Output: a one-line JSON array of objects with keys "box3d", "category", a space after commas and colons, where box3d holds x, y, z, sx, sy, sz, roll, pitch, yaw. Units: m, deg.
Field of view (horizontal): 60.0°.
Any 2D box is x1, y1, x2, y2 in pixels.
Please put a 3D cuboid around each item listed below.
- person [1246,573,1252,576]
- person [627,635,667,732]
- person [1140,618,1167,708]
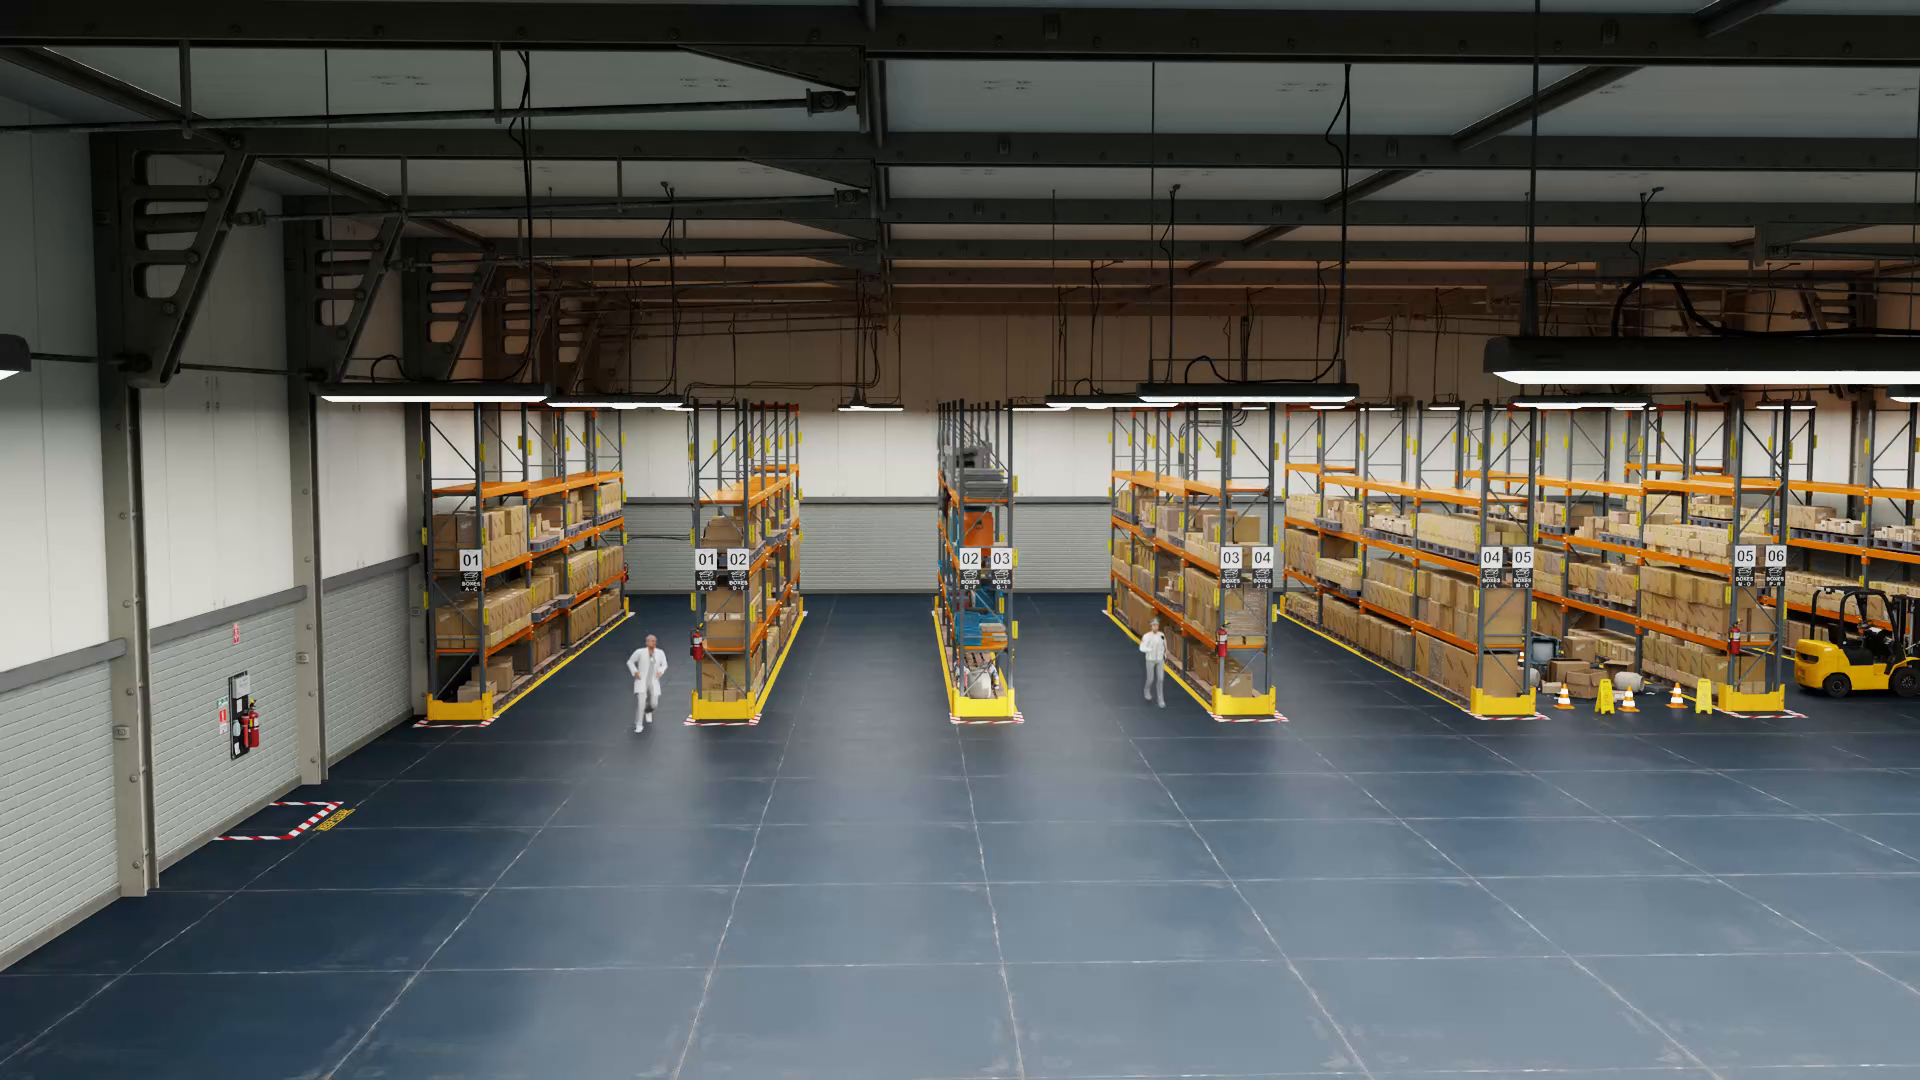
[{"box3d": [8.003, 1.300, 46.033, 0.651, 1.808, 0.924, 0, 4, 6], "category": "person"}, {"box3d": [-5.690, 2.588, 30.325, 0.728, 1.709, 0.718, -2, 5, -25], "category": "person"}, {"box3d": [3.820, 2.376, 32.647, 0.612, 1.701, 0.920, -1, 4, -10], "category": "person"}]
